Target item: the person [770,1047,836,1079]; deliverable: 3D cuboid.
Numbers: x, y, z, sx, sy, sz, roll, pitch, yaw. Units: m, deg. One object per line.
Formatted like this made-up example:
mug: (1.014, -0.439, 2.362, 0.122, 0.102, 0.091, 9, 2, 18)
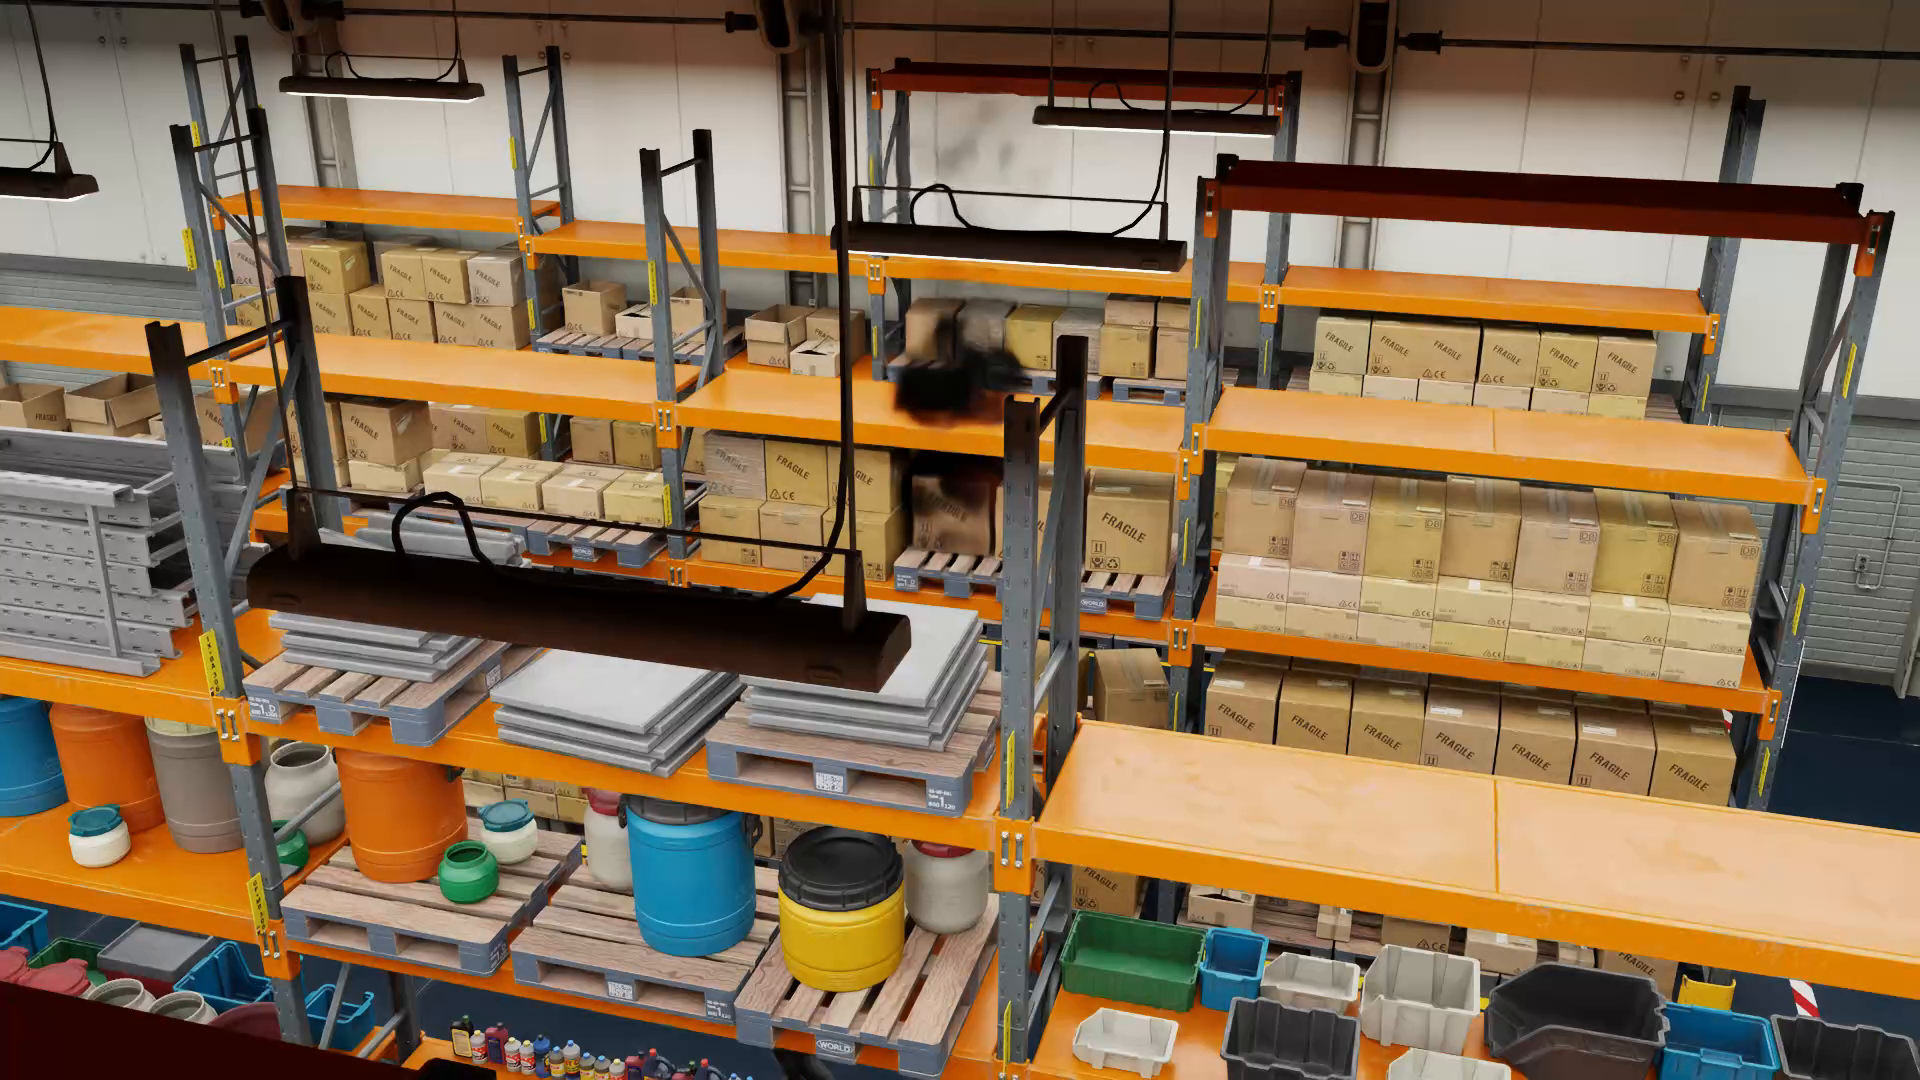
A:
person: (-1.112, 3.146, 11.093, 0.712, 1.634, 0.563, 5, 23, 11)
